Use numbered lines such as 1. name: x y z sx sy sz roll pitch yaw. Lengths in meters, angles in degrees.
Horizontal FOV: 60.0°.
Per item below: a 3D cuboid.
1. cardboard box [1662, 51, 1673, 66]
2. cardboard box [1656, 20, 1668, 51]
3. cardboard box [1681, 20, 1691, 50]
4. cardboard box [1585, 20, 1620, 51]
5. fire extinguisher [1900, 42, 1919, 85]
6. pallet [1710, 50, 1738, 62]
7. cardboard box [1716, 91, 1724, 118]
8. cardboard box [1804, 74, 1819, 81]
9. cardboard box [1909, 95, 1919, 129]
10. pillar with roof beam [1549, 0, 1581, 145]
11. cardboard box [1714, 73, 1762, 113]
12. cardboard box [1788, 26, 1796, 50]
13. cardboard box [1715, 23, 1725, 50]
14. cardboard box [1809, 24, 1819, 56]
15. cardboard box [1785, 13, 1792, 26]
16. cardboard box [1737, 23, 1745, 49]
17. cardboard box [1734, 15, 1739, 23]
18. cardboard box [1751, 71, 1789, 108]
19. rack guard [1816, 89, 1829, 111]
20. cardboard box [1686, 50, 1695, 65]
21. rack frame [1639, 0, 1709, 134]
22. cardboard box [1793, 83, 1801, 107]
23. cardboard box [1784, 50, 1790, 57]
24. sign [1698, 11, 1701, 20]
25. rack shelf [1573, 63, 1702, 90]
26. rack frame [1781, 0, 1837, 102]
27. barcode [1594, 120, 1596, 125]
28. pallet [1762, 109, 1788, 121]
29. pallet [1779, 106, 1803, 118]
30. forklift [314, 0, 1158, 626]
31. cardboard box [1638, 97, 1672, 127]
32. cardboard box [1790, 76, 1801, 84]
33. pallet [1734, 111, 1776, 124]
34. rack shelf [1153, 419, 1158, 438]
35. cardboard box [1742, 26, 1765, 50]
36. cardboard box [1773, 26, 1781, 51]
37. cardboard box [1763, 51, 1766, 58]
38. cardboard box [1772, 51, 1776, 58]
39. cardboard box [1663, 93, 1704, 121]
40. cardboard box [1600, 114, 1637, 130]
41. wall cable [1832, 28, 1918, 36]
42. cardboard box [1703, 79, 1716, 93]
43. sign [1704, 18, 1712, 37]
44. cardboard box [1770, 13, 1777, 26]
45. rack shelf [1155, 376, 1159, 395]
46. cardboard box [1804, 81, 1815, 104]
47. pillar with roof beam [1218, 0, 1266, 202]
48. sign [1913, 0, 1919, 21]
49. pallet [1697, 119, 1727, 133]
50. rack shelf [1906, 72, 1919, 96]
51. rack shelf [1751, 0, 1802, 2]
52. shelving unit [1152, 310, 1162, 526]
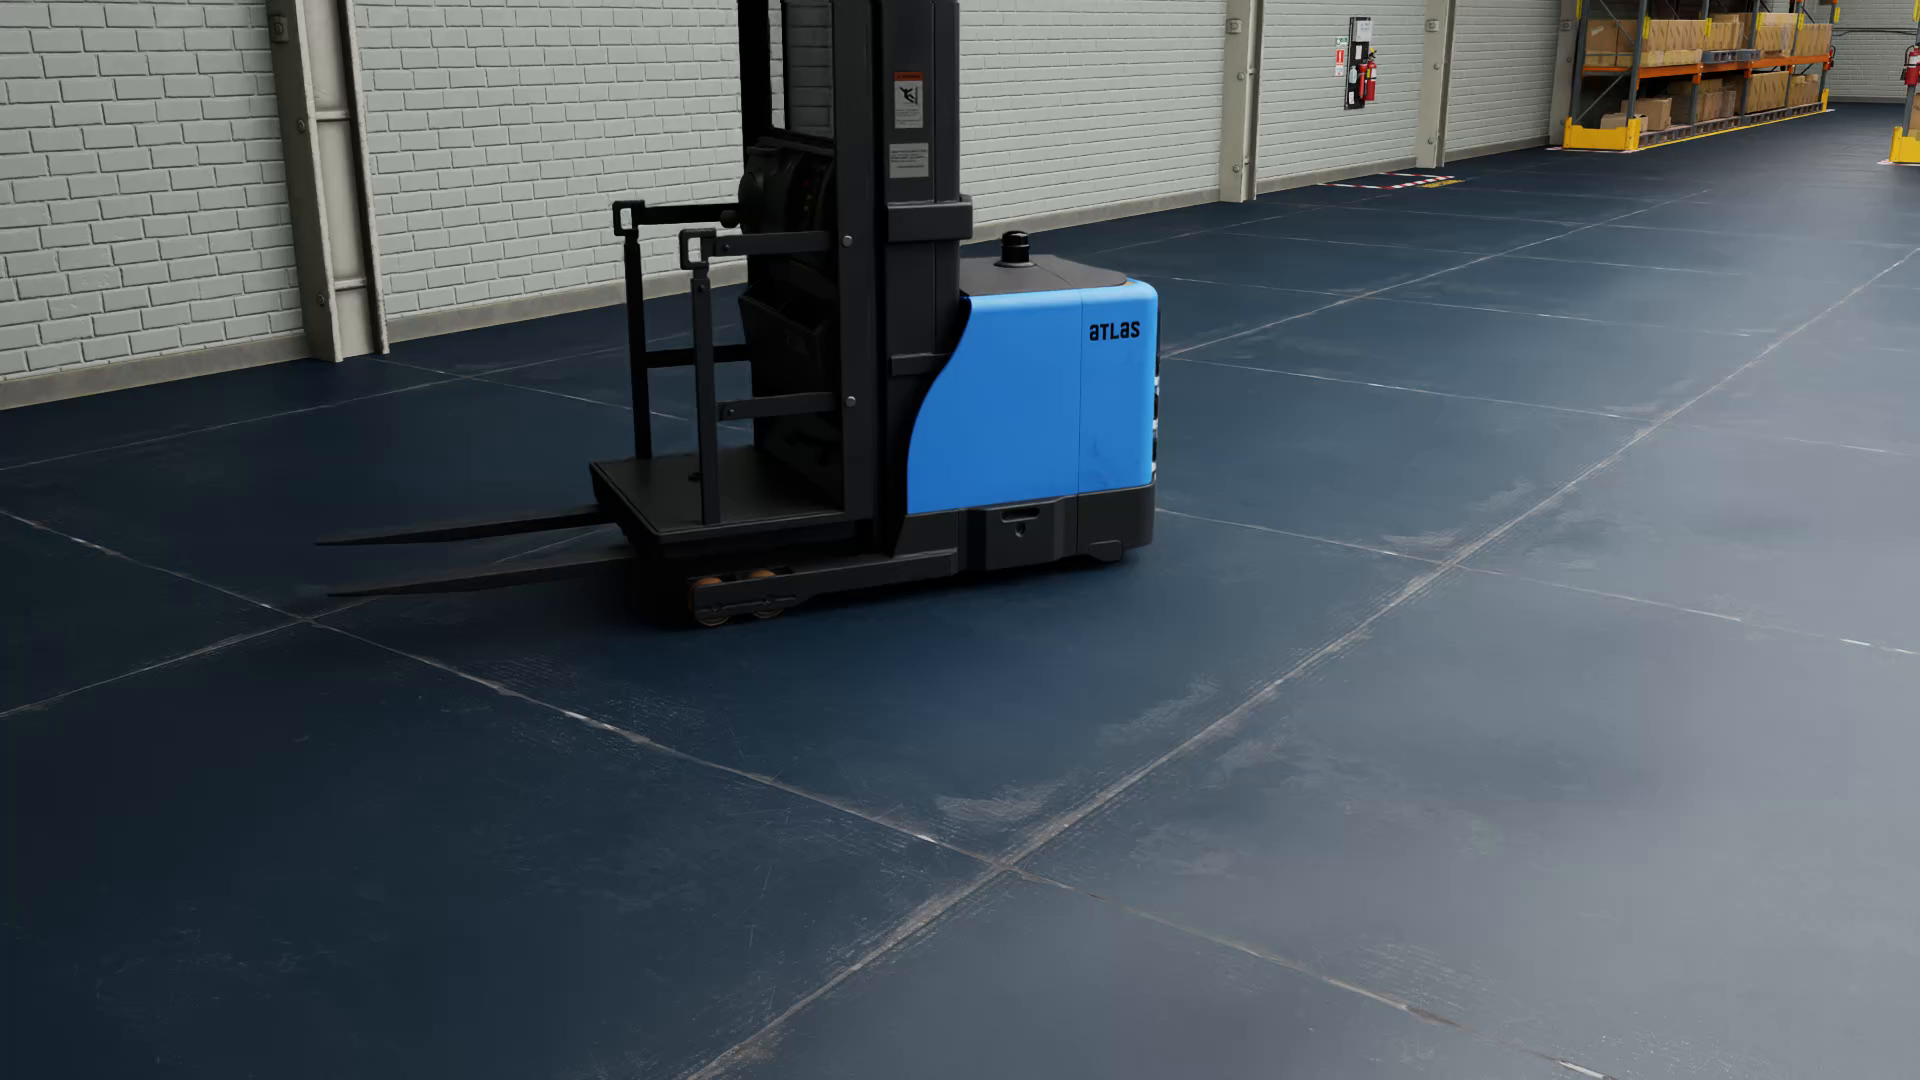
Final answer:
1. cardboard box: 11.862 -8.247 28.462 0.500 0.250 0.500 12 21 34
2. cardboard box: 11.538 -8.475 27.932 0.500 0.500 0.500 12 21 35
3. cardboard box: 12.459 -8.846 29.126 0.500 0.500 0.500 12 21 33
4. cardboard box: 10.820 -8.448 27.846 0.500 0.500 0.500 12 21 34
5. fire extinguisher: 14.247 -7.145 24.824 0.296 0.674 0.183 12 21 35
6. pallet: 14.330 -9.338 32.078 1.003 0.211 1.213 12 21 35
7. cardboard box: 14.689 -8.641 32.986 0.700 0.500 0.500 12 21 35
8. cardboard box: 19.977 -10.883 39.143 0.380 0.149 0.250 12 21 34
9. cardboard box: 14.771 -6.554 25.454 0.500 0.500 0.500 12 21 35
10. pillar with roof beam: 13.890 -10.426 25.145 9.100 9.000 0.400 12 21 35
11. cardboard box: 16.020 -9.234 34.337 0.750 0.750 0.750 12 21 34
12. cardboard box: 17.787 -10.905 36.099 0.500 0.500 0.500 12 21 34
13. cardboard box: 14.130 -9.622 31.761 0.700 0.500 0.500 16 24 42
14. cardboard box: 19.061 -11.478 38.142 0.980 0.700 0.700 11 20 32
15. cardboard box: 17.475 -11.141 35.595 0.500 0.250 0.500 13 21 36
16. cardboard box: 15.205 -10.052 33.145 0.700 0.500 0.500 10 20 28
17. cardboard box: 15.295 -10.388 33.133 0.380 0.149 0.250 9 20 28
18. cardboard box: 17.577 -9.857 36.343 0.750 0.750 0.750 13 21 35
19. rack guard: 20.258 -10.625 40.116 1.175 0.500 0.348 12 21 35
20. cardboard box: 12.751 -8.609 29.629 0.500 0.250 0.500 13 21 35
21. rack frame: 13.093 -8.955 30.523 1.000 3.000 0.127 12 21 35
22. cardboard box: 18.690 -10.146 37.866 0.700 0.500 0.500 12 21 34
23. cardboard box: 17.755 -10.555 36.066 0.380 0.149 0.250 13 21 36
24. sign: 15.029 -10.558 33.733 0.100 0.325 0.005 12 21 35
25. rack shelf: 11.902 -8.135 29.096 1.077 0.370 4.000 12 21 35
26. rack frame: 20.243 -11.813 39.727 1.000 3.000 0.127 12 21 35
27. barcode: 10.884 -7.157 28.508 0.001 0.075 0.075 12 21 35
28. pallet: 17.461 -9.332 36.438 1.003 0.211 1.213 12 21 35
29. pallet: 18.376 -9.696 37.611 1.003 0.211 1.213 12 21 35
30. forklift: -0.810 -1.279 5.920 3.031 2.935 1.130 -7 19 -23
31. cardboard box: 12.507 -7.717 30.010 0.500 0.500 0.500 11 20 31
32. cardboard box: 18.739 -10.386 37.545 0.380 0.149 0.250 13 22 37
33. pallet: 16.734 -9.040 35.498 1.003 0.211 1.213 12 21 35
34. rack shelf: 0.666 -0.478 6.877 0.200 0.077 0.258 -7 19 -23
35. cardboard box: 15.972 -10.178 33.756 0.500 0.500 0.500 13 22 36
36. cardboard box: 16.892 -10.544 34.936 0.500 0.500 0.500 13 22 36
37. cardboard box: 16.603 -10.146 34.749 0.380 0.149 0.250 13 21 36
38. cardboard box: 17.094 -10.325 35.323 0.380 0.149 0.250 12 21 33
39. cardboard box: 13.786 -8.282 31.827 0.700 0.500 0.500 12 21 34
40. cardboard box: 11.195 -7.077 28.268 0.500 0.311 0.500 10 20 29
41. wall cable: 23.900 -14.479 43.432 3.097 2.526 0.112 12 21 35
42. cardboard box: 14.397 -8.854 32.404 0.500 0.250 0.500 12 21 34
43. sign: 13.534 -9.274 30.092 0.100 0.325 0.005 12 21 35
44. cardboard box: 16.569 -10.776 34.418 0.500 0.250 0.500 13 21 35
45. rack shelf: 0.666 -0.650 6.823 0.200 0.077 0.258 -7 19 -23
46. cardboard box: 19.609 -10.516 39.058 0.700 0.500 0.500 12 21 35
47. pillar with roof beam: 6.740 -7.568 15.941 9.100 9.000 0.400 12 21 35
48. sign: 14.263 -7.893 24.752 0.100 0.325 0.005 12 21 35
49. pallet: 14.283 -8.101 32.474 1.003 0.211 1.213 12 21 35
50. rack shelf: 15.882 -7.261 26.280 1.077 0.370 4.000 12 21 35
51. rack shelf: 16.668 -11.473 34.787 1.077 0.370 4.000 12 21 35
52. shelving unit: 0.666 -0.509 6.867 0.210 0.900 0.258 -7 19 -23
